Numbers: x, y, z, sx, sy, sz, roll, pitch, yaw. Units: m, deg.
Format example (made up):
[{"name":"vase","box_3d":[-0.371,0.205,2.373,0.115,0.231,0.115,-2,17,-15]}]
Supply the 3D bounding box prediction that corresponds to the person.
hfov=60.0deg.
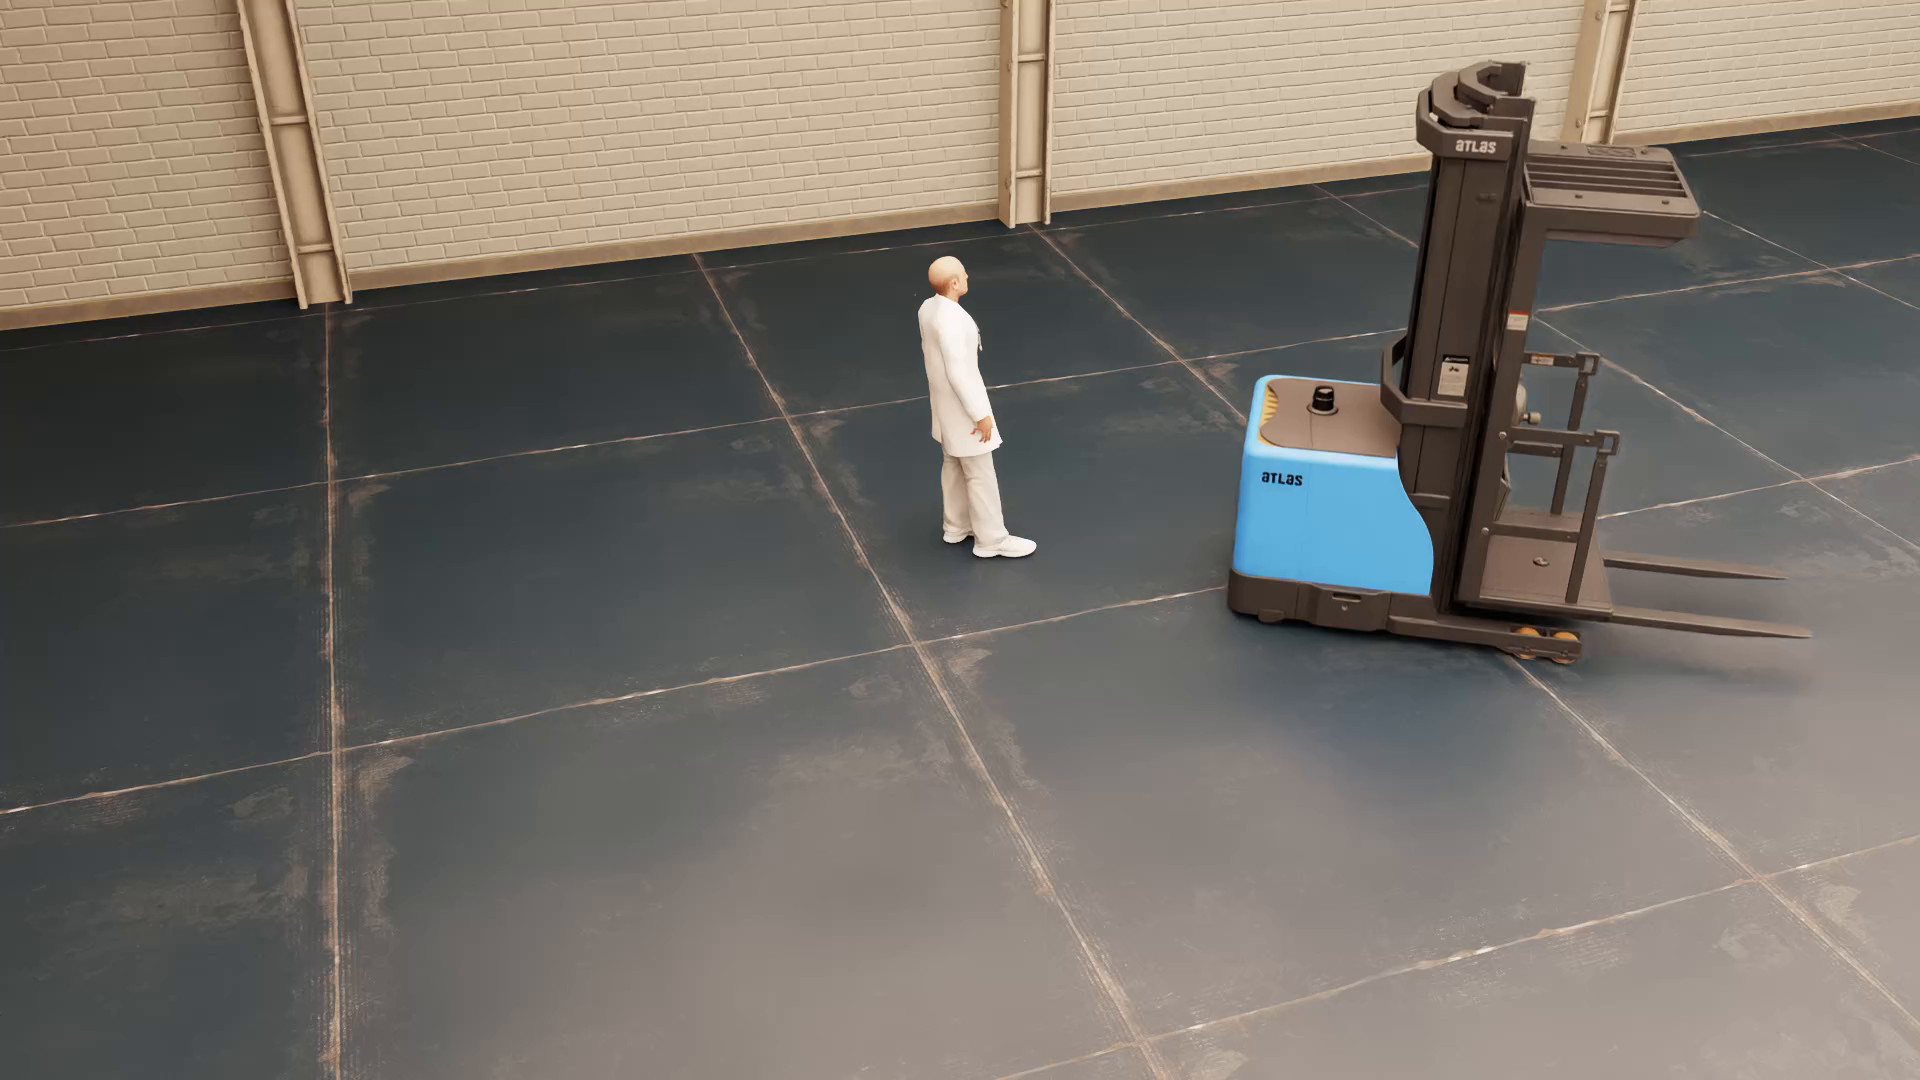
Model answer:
[{"name":"person","box_3d":[0.087,-0.789,9.600,0.581,1.775,0.696,-10,31,-16]}]

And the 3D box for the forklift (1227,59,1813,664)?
[{"name":"forklift","box_3d":[3.060,-0.901,8.653,3.031,2.935,1.130,6,31,11]}]
